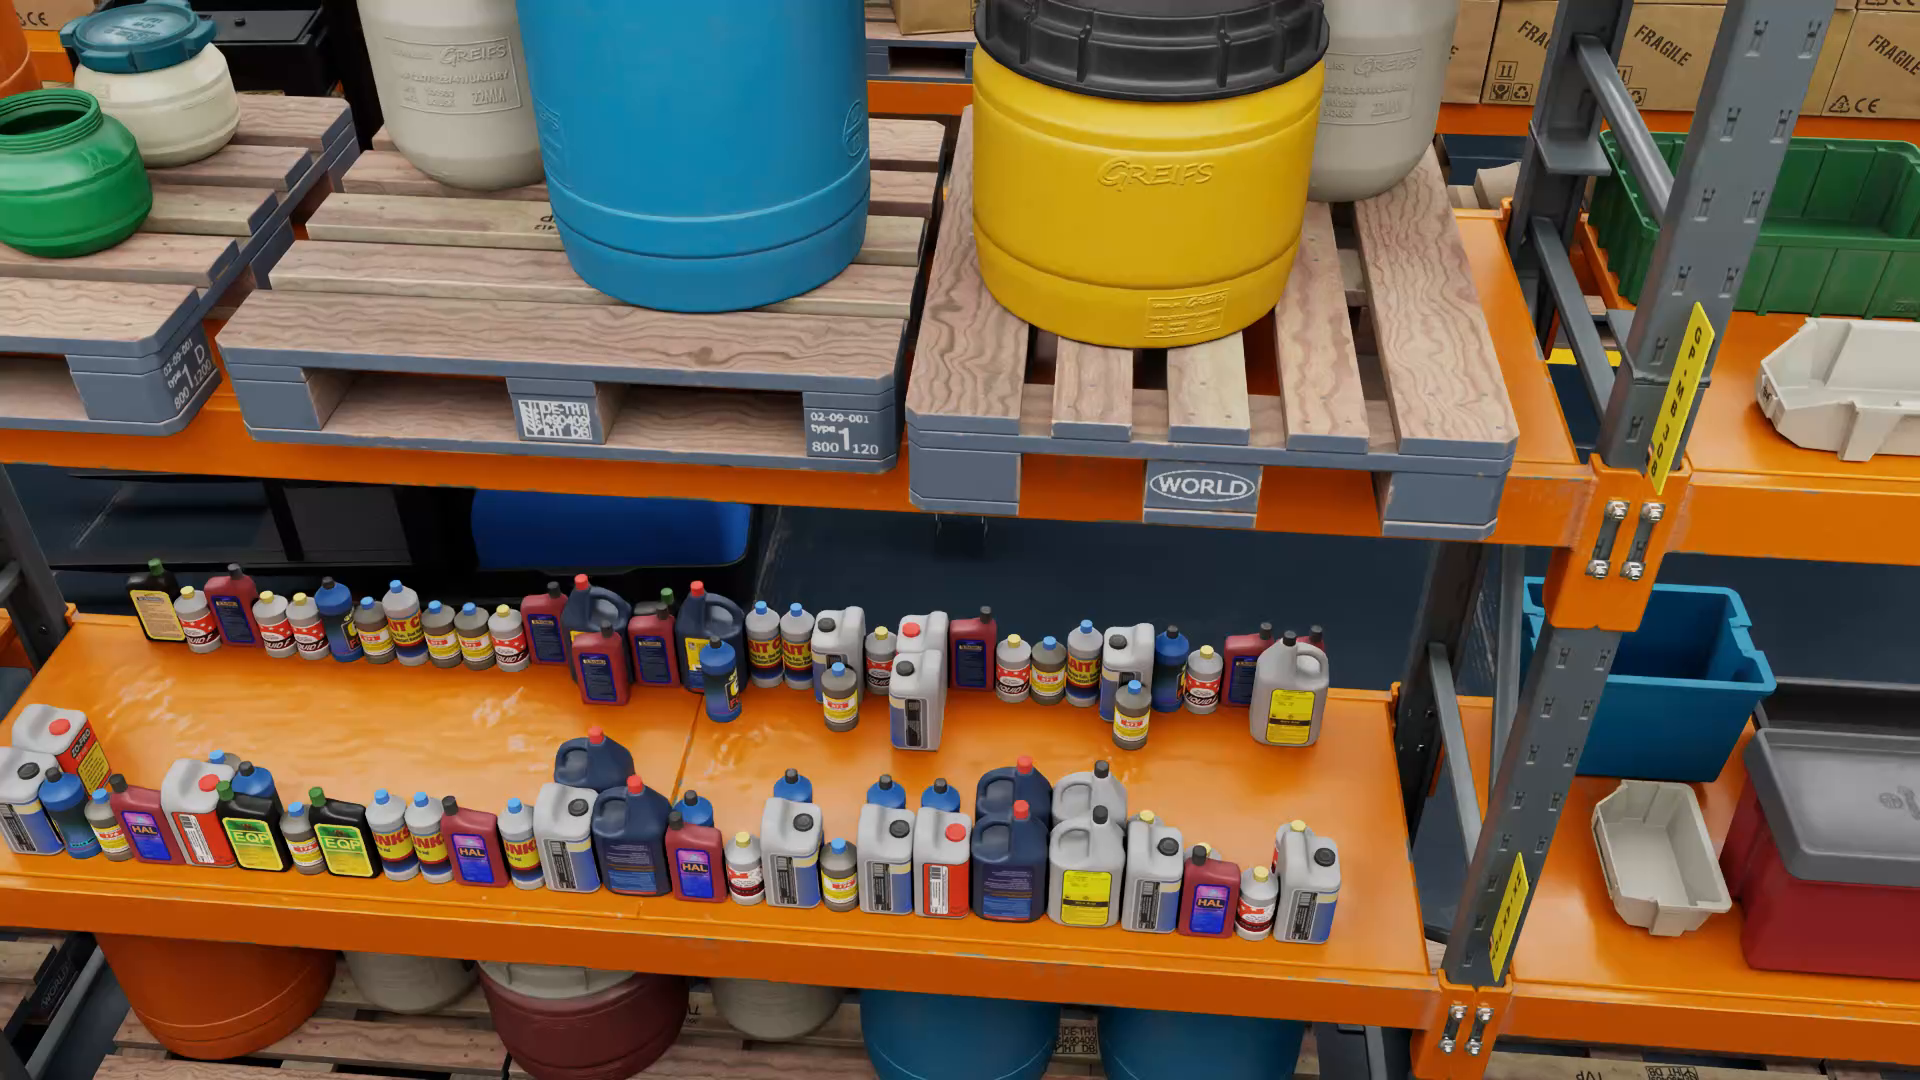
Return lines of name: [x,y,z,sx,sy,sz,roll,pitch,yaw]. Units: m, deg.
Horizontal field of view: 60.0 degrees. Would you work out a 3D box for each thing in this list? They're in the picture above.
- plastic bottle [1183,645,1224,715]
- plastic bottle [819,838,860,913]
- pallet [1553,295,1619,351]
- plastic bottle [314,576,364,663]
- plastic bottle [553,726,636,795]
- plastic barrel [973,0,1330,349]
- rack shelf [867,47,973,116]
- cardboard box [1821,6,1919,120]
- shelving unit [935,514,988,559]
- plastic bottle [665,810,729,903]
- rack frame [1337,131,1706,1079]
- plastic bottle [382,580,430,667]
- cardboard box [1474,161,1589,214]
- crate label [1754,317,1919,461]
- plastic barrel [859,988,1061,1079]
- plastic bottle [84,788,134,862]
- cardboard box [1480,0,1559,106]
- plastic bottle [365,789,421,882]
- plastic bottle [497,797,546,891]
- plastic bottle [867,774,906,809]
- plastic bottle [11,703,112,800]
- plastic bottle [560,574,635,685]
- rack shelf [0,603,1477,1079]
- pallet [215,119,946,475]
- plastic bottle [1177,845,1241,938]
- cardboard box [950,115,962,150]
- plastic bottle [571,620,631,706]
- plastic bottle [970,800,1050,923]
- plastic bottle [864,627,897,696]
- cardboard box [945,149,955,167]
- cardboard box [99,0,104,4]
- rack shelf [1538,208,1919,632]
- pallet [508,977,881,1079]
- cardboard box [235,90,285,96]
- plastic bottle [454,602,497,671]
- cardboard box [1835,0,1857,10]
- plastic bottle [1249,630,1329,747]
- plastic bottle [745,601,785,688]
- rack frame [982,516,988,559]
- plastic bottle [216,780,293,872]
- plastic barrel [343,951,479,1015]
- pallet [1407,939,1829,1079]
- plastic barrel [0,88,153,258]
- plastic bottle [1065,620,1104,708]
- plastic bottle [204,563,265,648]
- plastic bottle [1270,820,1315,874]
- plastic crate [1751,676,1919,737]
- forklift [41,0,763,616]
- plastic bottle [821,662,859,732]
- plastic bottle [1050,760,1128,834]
plastic bottle: [0.670,0.375,4.570,0.097,0.201,0.097,0,39,0]
plastic bottle: [-0.291,0.804,4.044,0.097,0.201,0.097,0,39,0]
pallet: [3.582,-1.342,8.732,1.213,0.211,1.003,3,39,4]
plastic bottle: [-1.760,0.215,4.711,0.097,0.271,0.097,0,39,0]
plastic bottle: [-0.915,0.601,4.175,0.185,0.351,0.144,3,39,4]
plastic barrel: [0.321,-0.733,2.916,0.600,0.588,0.600,0,39,0]
rack shelf: [-0.314,-2.356,8.339,4.000,0.370,1.077,3,39,4]
cardboard box: [4.180,-2.257,7.568,0.500,0.500,0.500,3,39,4]
shelving unit: [0.008,-0.349,6.965,0.210,0.900,0.258,3,39,4]
plastic bottle: [-0.639,0.765,4.027,0.133,0.283,0.061,3,39,4]
rack frame: [1.248,0.589,4.151,0.127,3.000,1.000,3,39,4]
plastic bottle: [-1.566,0.226,4.698,0.097,0.271,0.097,0,39,0]
cardboard box: [3.018,-1.761,8.818,0.500,0.311,0.500,3,39,4]
crate label: [1.710,-0.264,3.031,0.466,0.136,0.293,3,39,4]
plastic barrel: [0.002,1.161,4.777,0.708,0.901,0.600,3,39,4]
plastic bottle: [-2.124,0.704,4.167,0.097,0.201,0.097,0,39,0]
cardboard box: [2.673,-2.340,7.670,0.500,0.500,0.500,4,39,5]
plastic bottle: [-1.397,0.716,4.096,0.097,0.271,0.097,0,39,0]
plastic bottle: [-1.071,0.734,4.074,0.097,0.271,0.097,0,39,0]
plastic bottle: [-0.181,0.686,4.133,0.097,0.271,0.097,0,39,0]
plastic bottle: [-2.321,0.550,4.296,0.135,0.276,0.152,3,39,4]
plastic bottle: [-1.004,0.241,4.617,0.185,0.351,0.144,3,39,4]
rack shelf: [-0.745,0.759,4.512,4.000,0.370,1.077,3,39,4]
pallet: [-0.672,-0.543,3.314,1.213,0.211,1.003,3,39,4]
plastic bottle: [0.593,0.832,3.944,0.133,0.283,0.061,3,39,4]
cardboard box: [0.221,-2.252,8.679,0.500,0.250,0.500,3,39,4]
plastic bottle: [-0.987,0.333,4.557,0.133,0.283,0.061,3,39,4]
plastic bottle: [0.119,0.754,3.987,0.185,0.351,0.144,3,39,4]
plastic bottle: [-0.216,0.327,4.630,0.097,0.201,0.097,0,39,0]
cardboard box: [0.188,-1.961,8.915,0.500,0.500,0.500,4,39,4]
cardboard box: [-3.980,-2.864,8.313,0.500,0.500,0.500,1,39,1]
rack shelf: [3.240,-0.187,3.297,4.000,0.370,1.077,3,39,4]
pallet: [-0.736,1.537,5.194,1.213,0.211,1.003,3,39,4]
cardboard box: [-3.835,-2.324,9.130,0.500,0.311,0.500,2,39,3]
plastic bottle: [-1.373,0.264,4.707,0.097,0.201,0.097,0,39,0]
cardboard box: [3.665,-2.667,7.279,0.500,0.500,0.500,4,39,5]
plastic bottle: [0.885,0.383,4.443,0.185,0.351,0.144,3,39,4]
plastic bottle: [-0.544,0.282,4.629,0.097,0.271,0.097,0,39,0]
rack frame: [0.109,-0.343,6.959,0.006,0.900,0.240,3,39,4]
plastic bottle: [-1.744,0.704,4.101,0.133,0.283,0.061,3,39,4]
plastic barrel: [-1.678,1.163,5.083,0.421,0.512,0.421,0,39,0]
pallet: [1.983,1.686,5.012,1.213,0.211,1.003,3,39,4]
plastic barrel: [-1.702,-0.693,3.139,0.294,0.245,0.294,0,39,0]
plastic bottle: [0.342,0.330,4.570,0.097,0.271,0.097,0,39,0]
plastic bottle: [-2.068,0.182,4.742,0.133,0.283,0.061,3,39,4]
plastic bottle: [0.819,0.768,4.088,0.097,0.201,0.097,0,39,0]
plastic crate: [2.386,0.564,4.351,0.590,0.125,0.437,3,39,4]
forklift: [-2.377,-1.100,6.280,3.031,2.935,1.130,-1,39,-1]
plastic bottle: [-0.326,0.417,4.518,0.097,0.201,0.097,0,39,0]
plastic bottle: [0.316,0.673,4.086,0.185,0.351,0.144,3,39,4]
